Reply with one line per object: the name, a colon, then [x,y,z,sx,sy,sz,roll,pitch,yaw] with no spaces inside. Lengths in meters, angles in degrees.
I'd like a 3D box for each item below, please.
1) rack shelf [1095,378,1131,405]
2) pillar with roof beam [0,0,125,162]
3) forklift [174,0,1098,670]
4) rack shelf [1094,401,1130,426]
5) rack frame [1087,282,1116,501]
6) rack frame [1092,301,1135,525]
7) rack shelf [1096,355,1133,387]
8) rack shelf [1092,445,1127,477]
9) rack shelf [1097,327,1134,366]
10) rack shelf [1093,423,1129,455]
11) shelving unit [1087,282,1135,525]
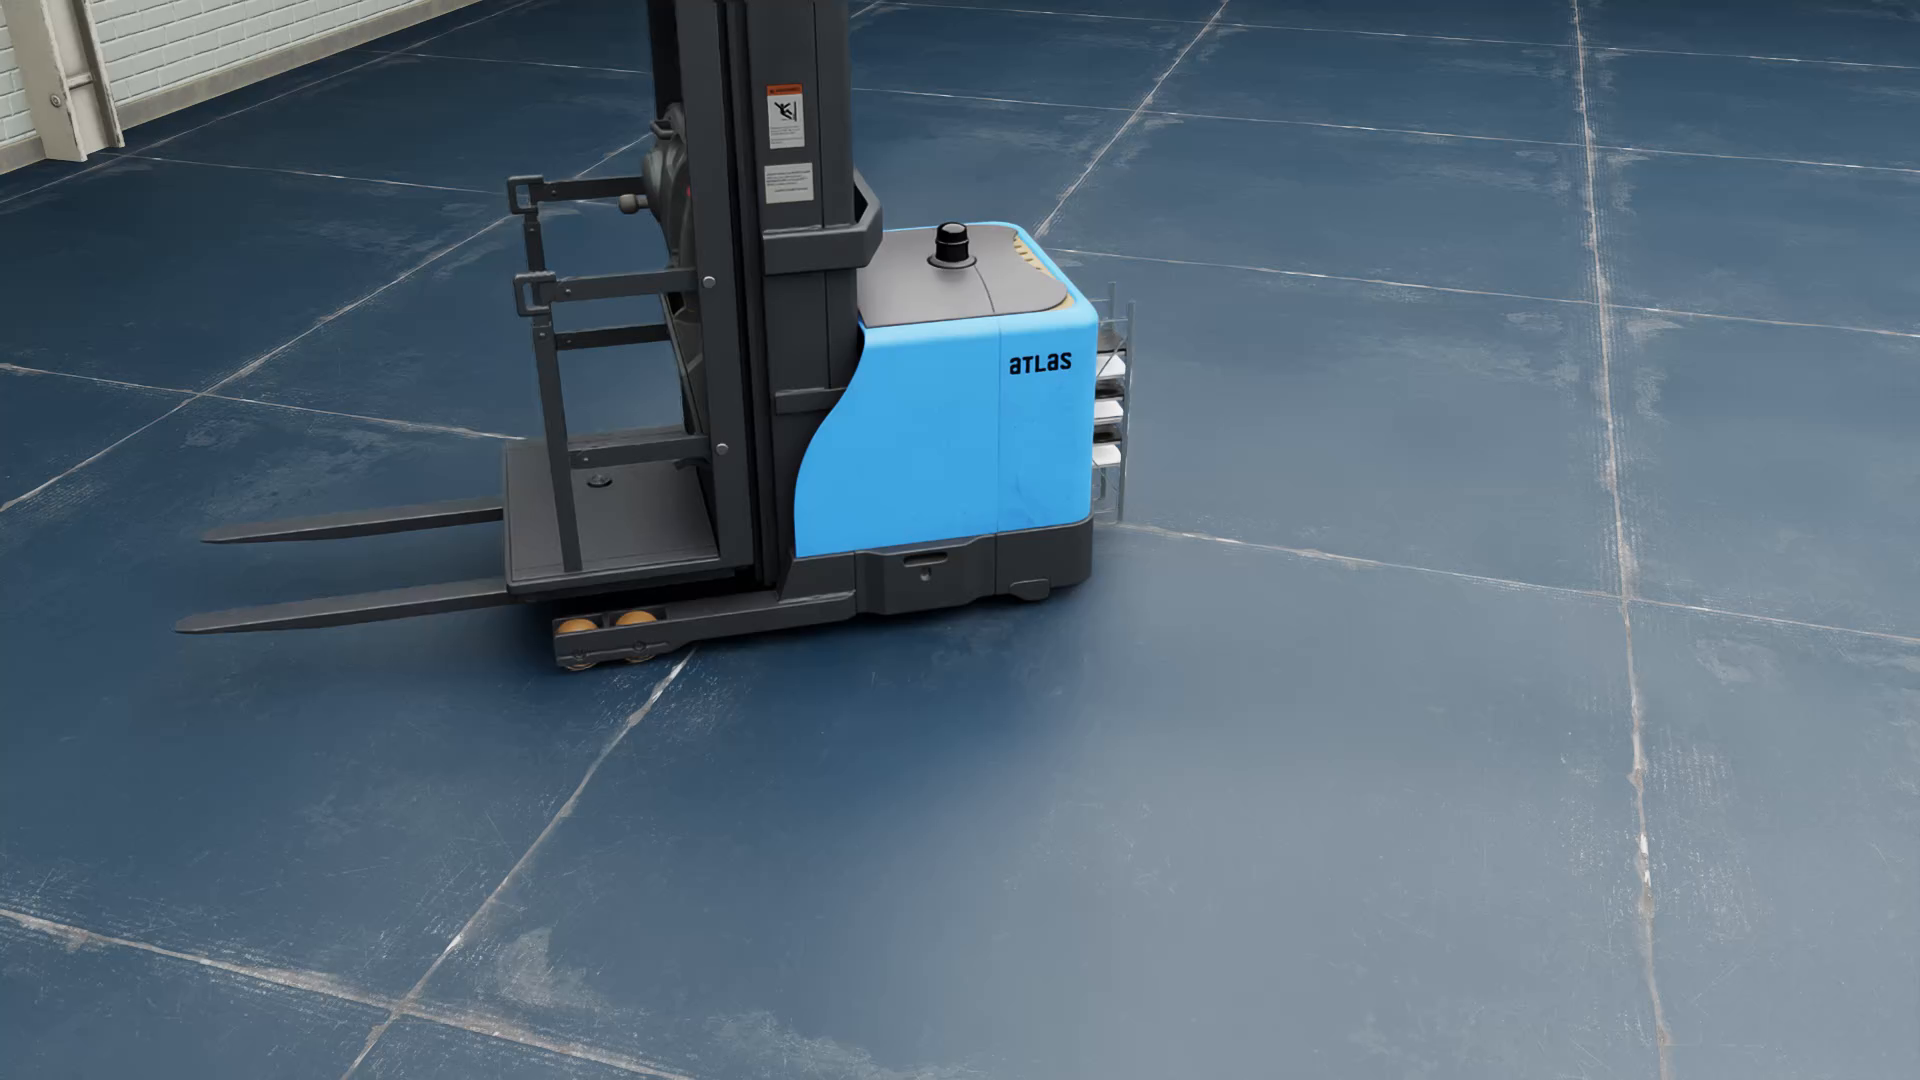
rack shelf: [0.481,-0.541,6.180,0.258,0.077,0.200,-7,30,-13]
pillar with roof beam: [-1.558,-5.836,7.485,9.100,9.000,0.400,8,30,15]
forklift: [-1.108,-1.136,5.277,3.031,2.935,1.130,-7,30,-13]
rack shelf: [0.481,-0.462,6.224,0.258,0.077,0.200,-7,30,-13]
rack frame: [0.455,-0.539,6.293,0.240,0.900,0.006,-7,30,-13]
rack frame: [0.506,-0.443,6.121,0.240,0.900,0.006,-7,30,-13]
rack shelf: [0.481,-0.619,6.136,0.258,0.077,0.200,-7,30,-13]
rack shelf: [0.481,-0.305,6.311,0.258,0.077,0.200,-7,30,-13]
rack shelf: [0.481,-0.698,6.092,0.258,0.077,0.200,-7,30,-13]
rack shelf: [0.481,-0.384,6.267,0.258,0.077,0.200,-7,30,-13]
shelving unit: [0.481,-0.491,6.207,0.258,0.900,0.210,-7,30,-13]
